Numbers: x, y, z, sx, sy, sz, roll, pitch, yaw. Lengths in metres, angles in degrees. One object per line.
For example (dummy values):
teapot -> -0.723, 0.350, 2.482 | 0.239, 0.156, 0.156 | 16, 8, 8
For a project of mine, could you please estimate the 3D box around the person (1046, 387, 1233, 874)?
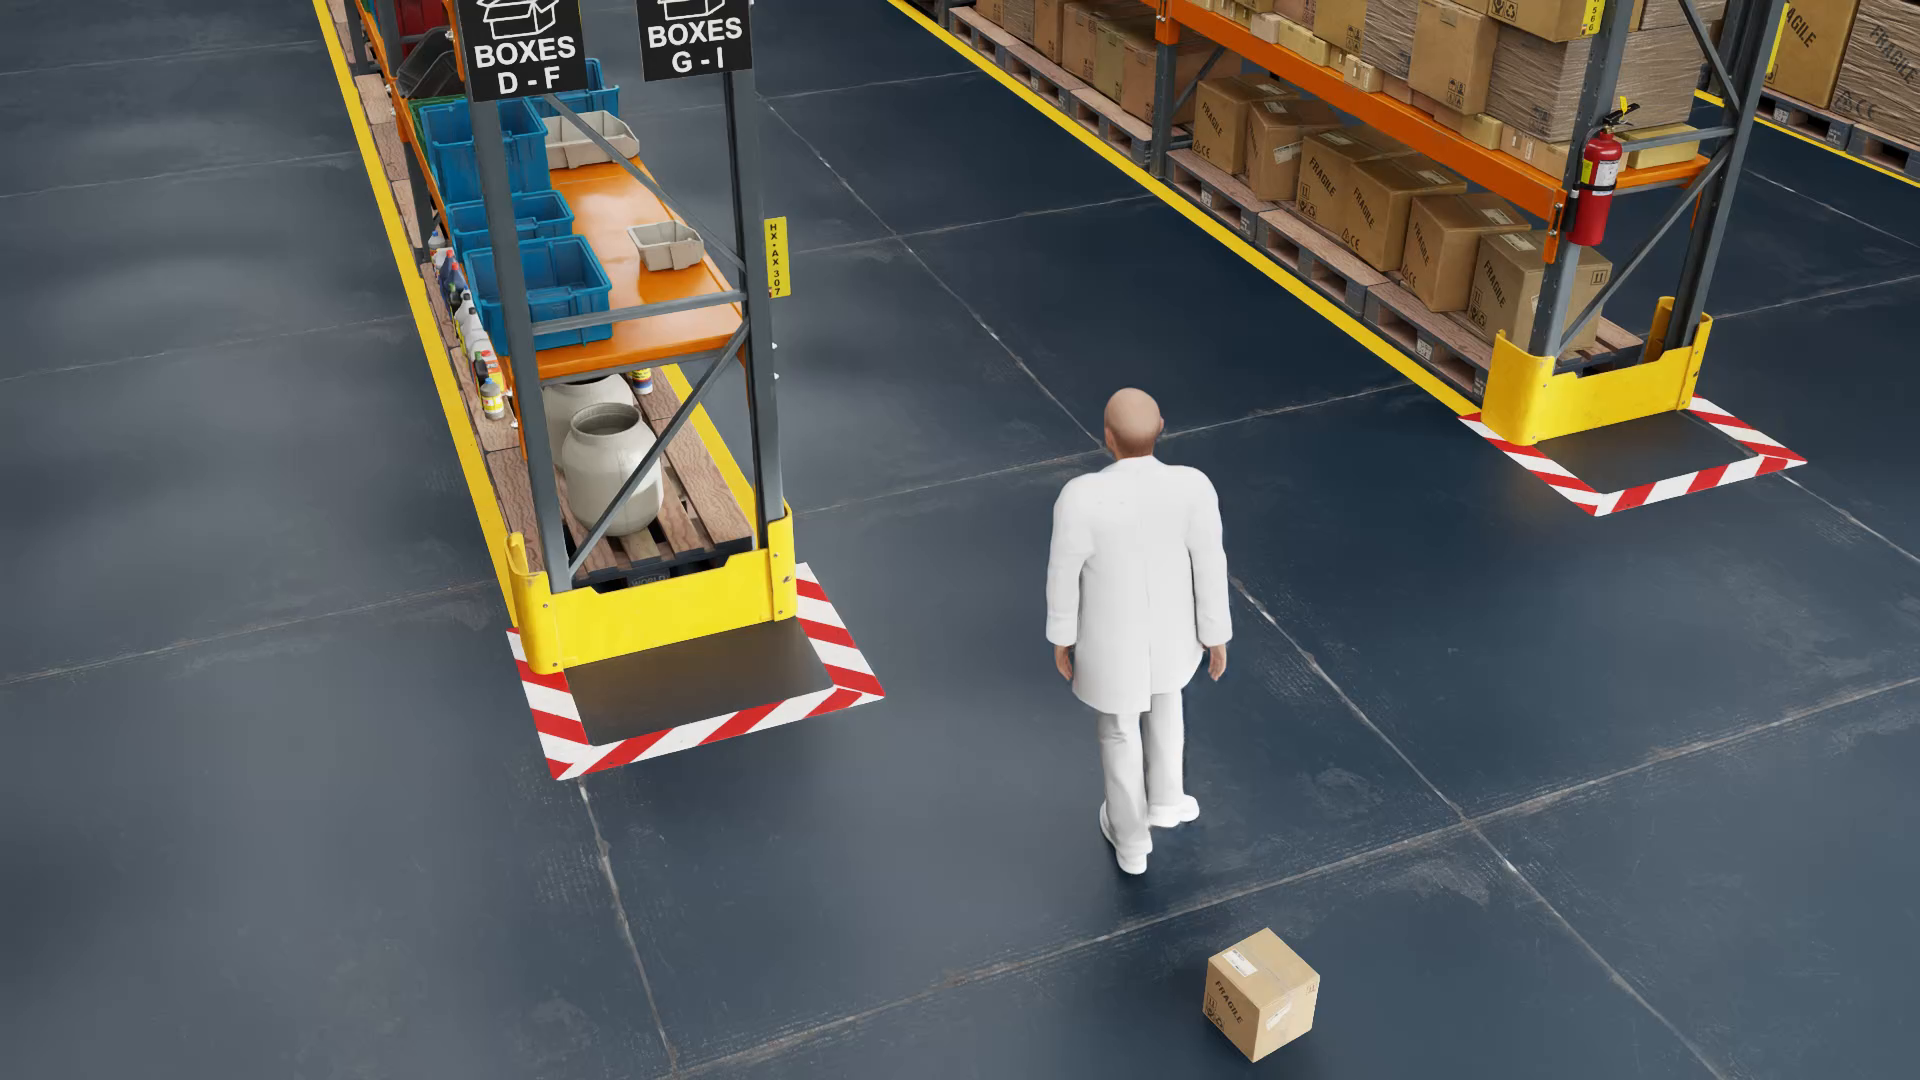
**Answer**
person -> 0.590, 0.313, 5.635 | 0.610, 1.764, 0.534 | -4, 33, -6
